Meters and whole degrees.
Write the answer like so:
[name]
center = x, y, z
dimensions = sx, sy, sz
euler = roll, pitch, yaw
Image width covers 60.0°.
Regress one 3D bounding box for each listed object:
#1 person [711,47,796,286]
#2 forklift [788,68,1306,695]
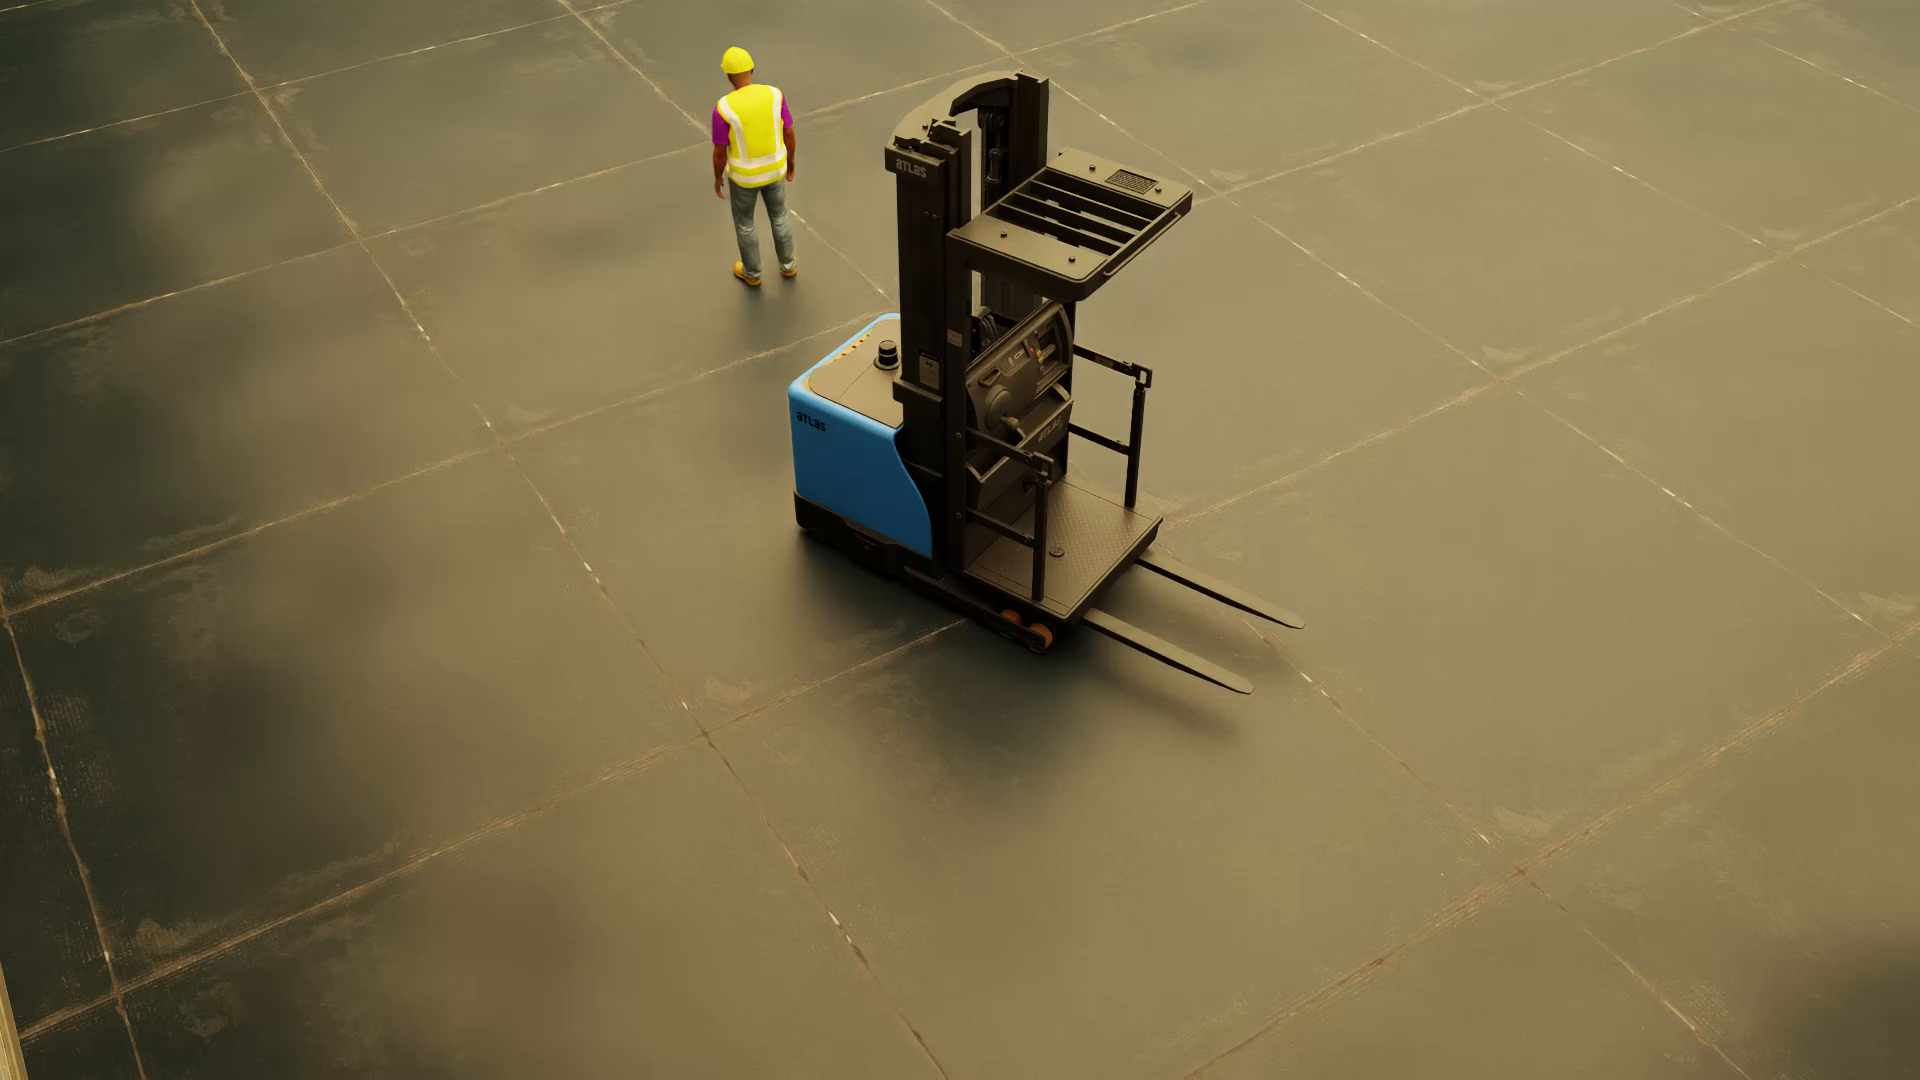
[person]
center = -1.456, -2.632, 11.776
dimensions = 0.623, 1.759, 0.461
euler = -19, 45, -20
[forklift]
center = 0.496, -0.872, 8.869
dimensions = 3.031, 2.935, 1.130
euler = 25, 47, 26
